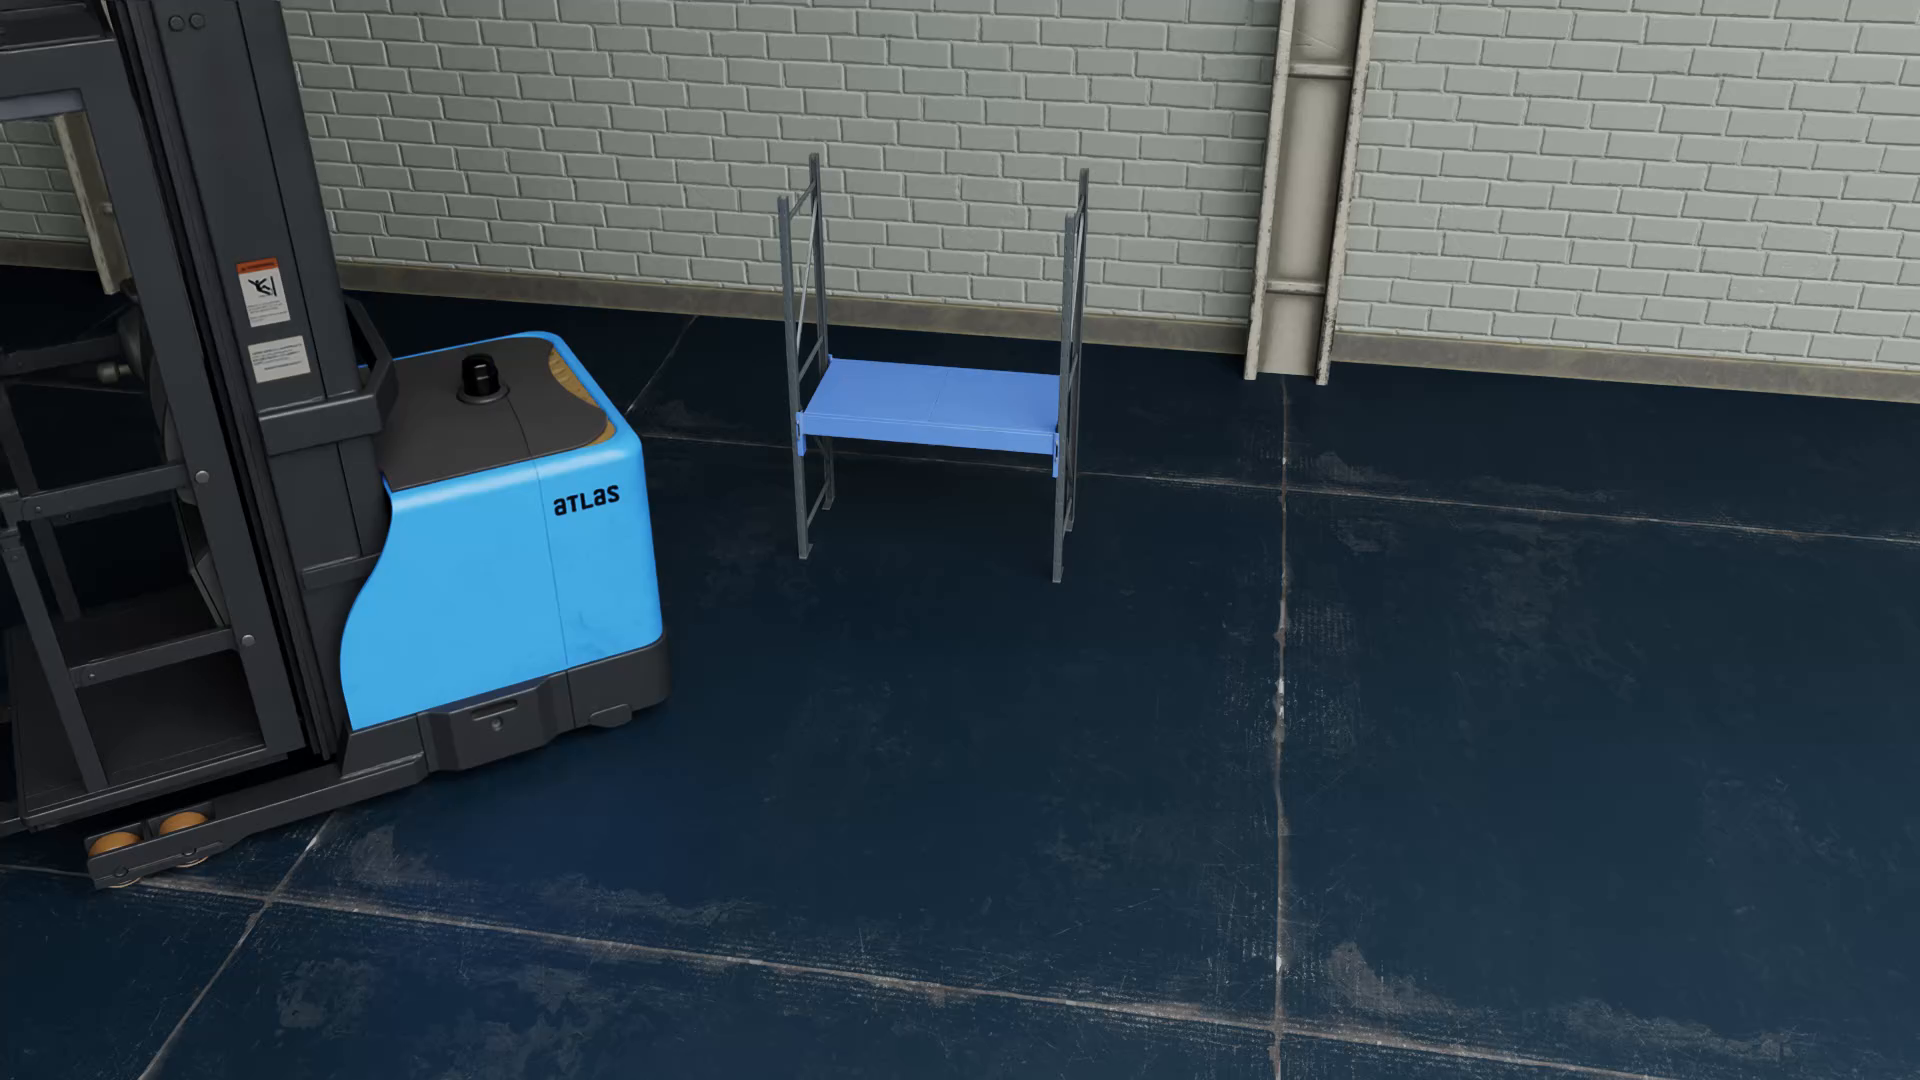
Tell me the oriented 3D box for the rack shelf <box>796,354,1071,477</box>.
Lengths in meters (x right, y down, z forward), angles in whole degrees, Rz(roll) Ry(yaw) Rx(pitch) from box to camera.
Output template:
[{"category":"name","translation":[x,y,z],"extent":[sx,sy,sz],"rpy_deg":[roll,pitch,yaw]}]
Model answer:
[{"category":"rack shelf","translation":[-0.084,-0.491,6.460],"extent":[1.000,0.185,0.538],"rpy_deg":[5,32,8]}]

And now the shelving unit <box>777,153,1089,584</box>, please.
[{"category":"shelving unit","translation":[-0.084,-0.643,6.364],"extent":[1.048,1.500,0.538],"rpy_deg":[5,32,8]}]

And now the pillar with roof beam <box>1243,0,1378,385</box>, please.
[{"category":"pillar with roof beam","translation":[0.858,-2.399,2.101],"extent":[0.400,9.000,9.100],"rpy_deg":[5,32,8]}]

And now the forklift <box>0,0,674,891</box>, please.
[{"category":"forklift","translation":[-2.543,-0.506,4.796],"extent":[3.031,2.935,1.130],"rpy_deg":[-16,35,-24]}]

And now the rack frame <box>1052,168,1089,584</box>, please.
[{"category":"rack frame","translation":[0.417,-0.598,6.292],"extent":[0.032,1.500,0.500],"rpy_deg":[5,32,8]}]

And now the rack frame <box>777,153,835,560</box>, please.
[{"category":"rack frame","translation":[-0.585,-0.689,6.437],"extent":[0.032,1.500,0.500],"rpy_deg":[5,32,8]}]

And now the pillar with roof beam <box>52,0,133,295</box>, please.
[{"category":"pillar with roof beam","translation":[-5.056,-2.935,2.957],"extent":[0.400,9.000,9.100],"rpy_deg":[5,32,8]}]
